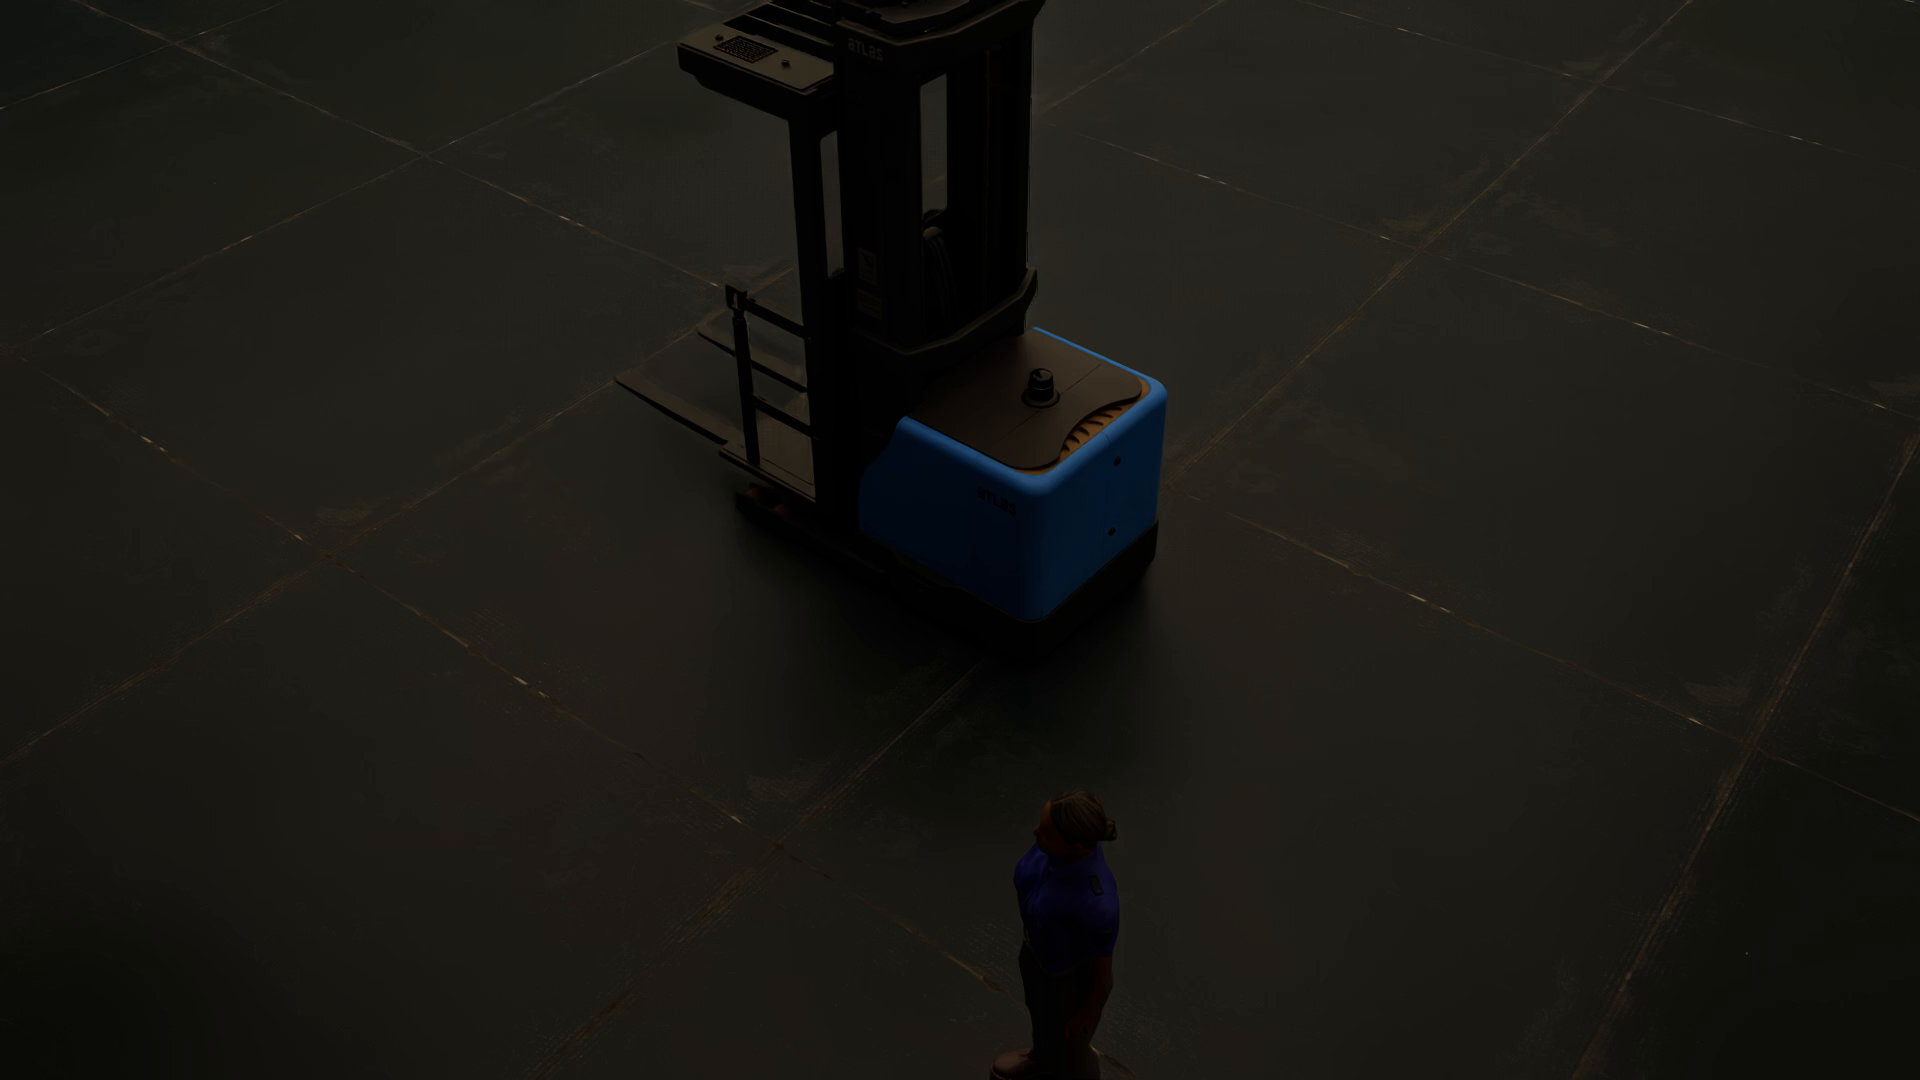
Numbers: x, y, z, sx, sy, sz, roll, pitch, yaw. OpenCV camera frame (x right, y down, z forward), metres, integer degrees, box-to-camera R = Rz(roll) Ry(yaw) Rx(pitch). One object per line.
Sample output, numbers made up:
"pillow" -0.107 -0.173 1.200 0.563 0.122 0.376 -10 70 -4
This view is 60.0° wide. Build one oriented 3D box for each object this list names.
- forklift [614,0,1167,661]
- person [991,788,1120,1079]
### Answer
"forklift" -0.503 -1.370 7.681 3.031 2.935 1.130 28 48 29
"person" 0.317 1.388 5.429 0.329 1.662 0.457 -10 42 -12
